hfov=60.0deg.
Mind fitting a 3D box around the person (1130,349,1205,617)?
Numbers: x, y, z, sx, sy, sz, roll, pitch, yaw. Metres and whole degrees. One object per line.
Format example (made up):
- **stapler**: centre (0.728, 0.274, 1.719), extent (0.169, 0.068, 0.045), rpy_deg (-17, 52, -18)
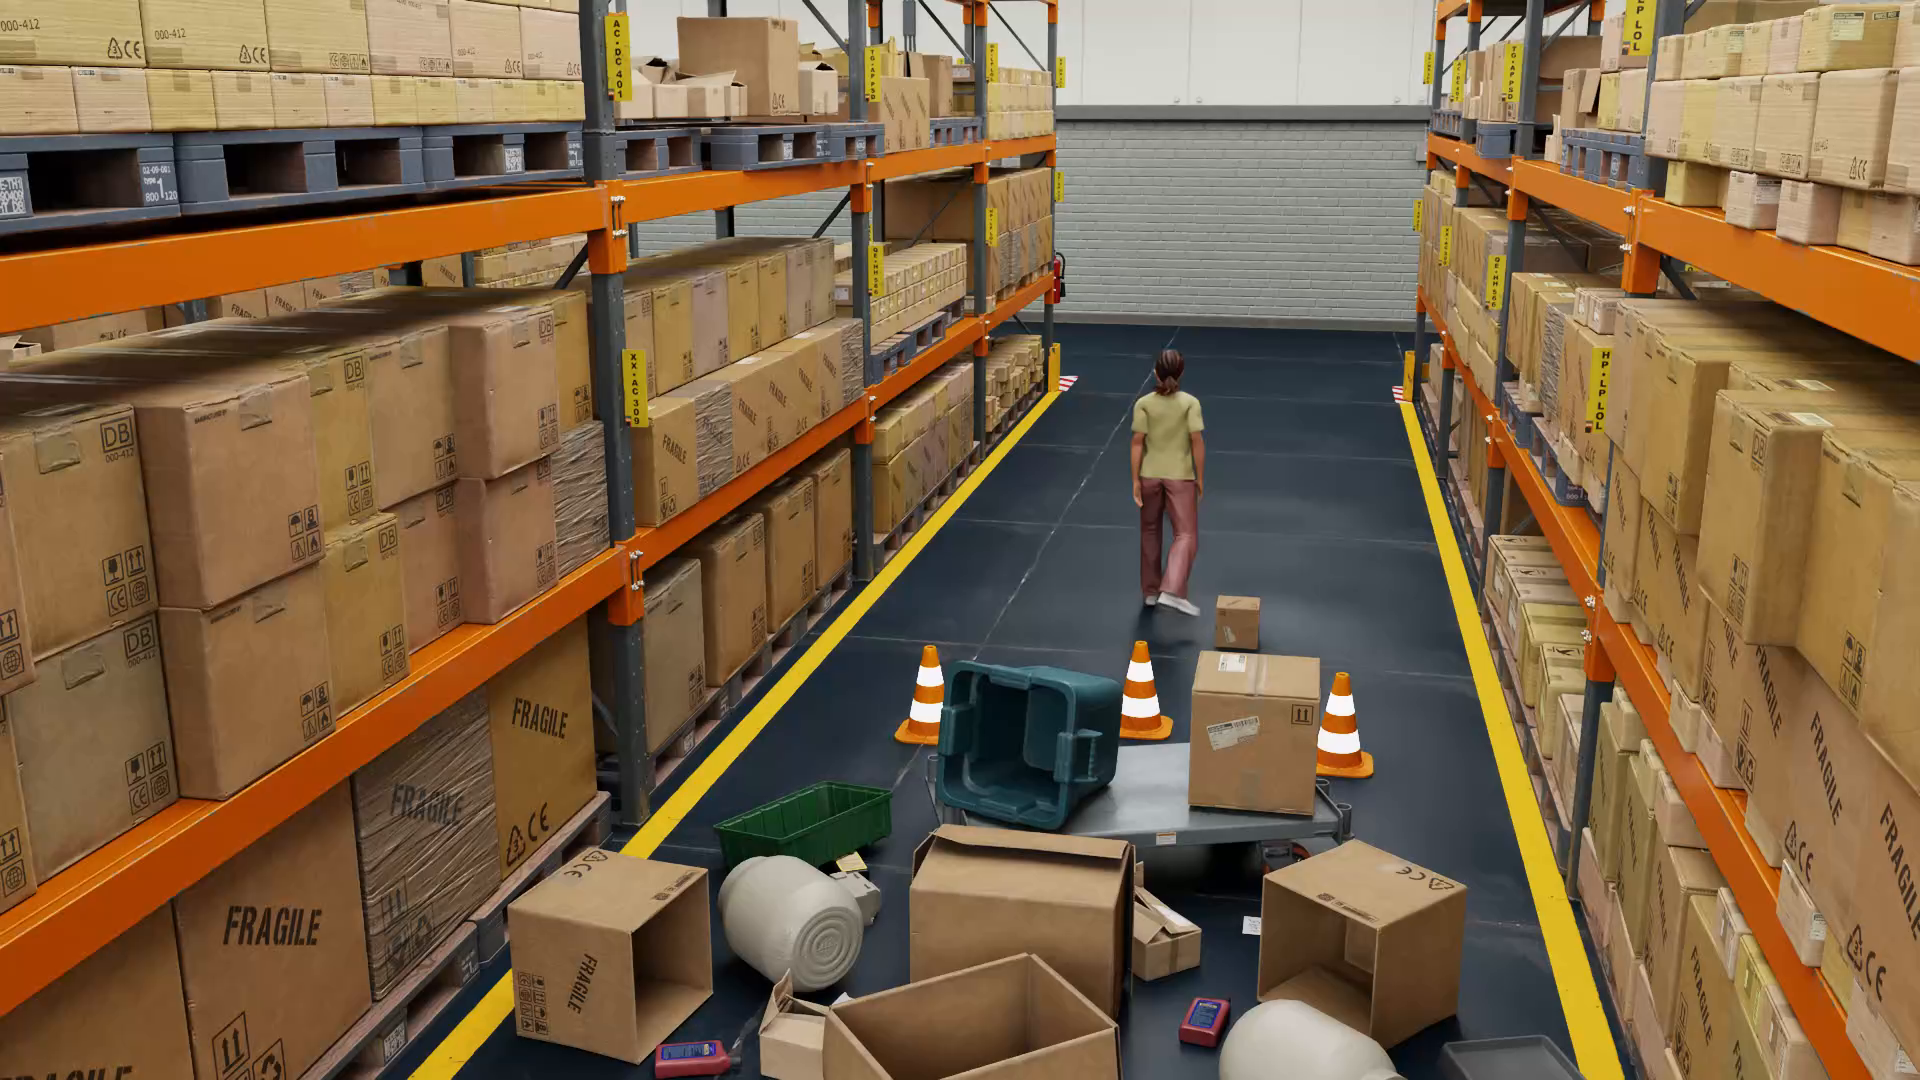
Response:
- **person**: centre (1.296, -0.338, 10.280), extent (0.513, 1.652, 0.873), rpy_deg (5, 15, 17)
